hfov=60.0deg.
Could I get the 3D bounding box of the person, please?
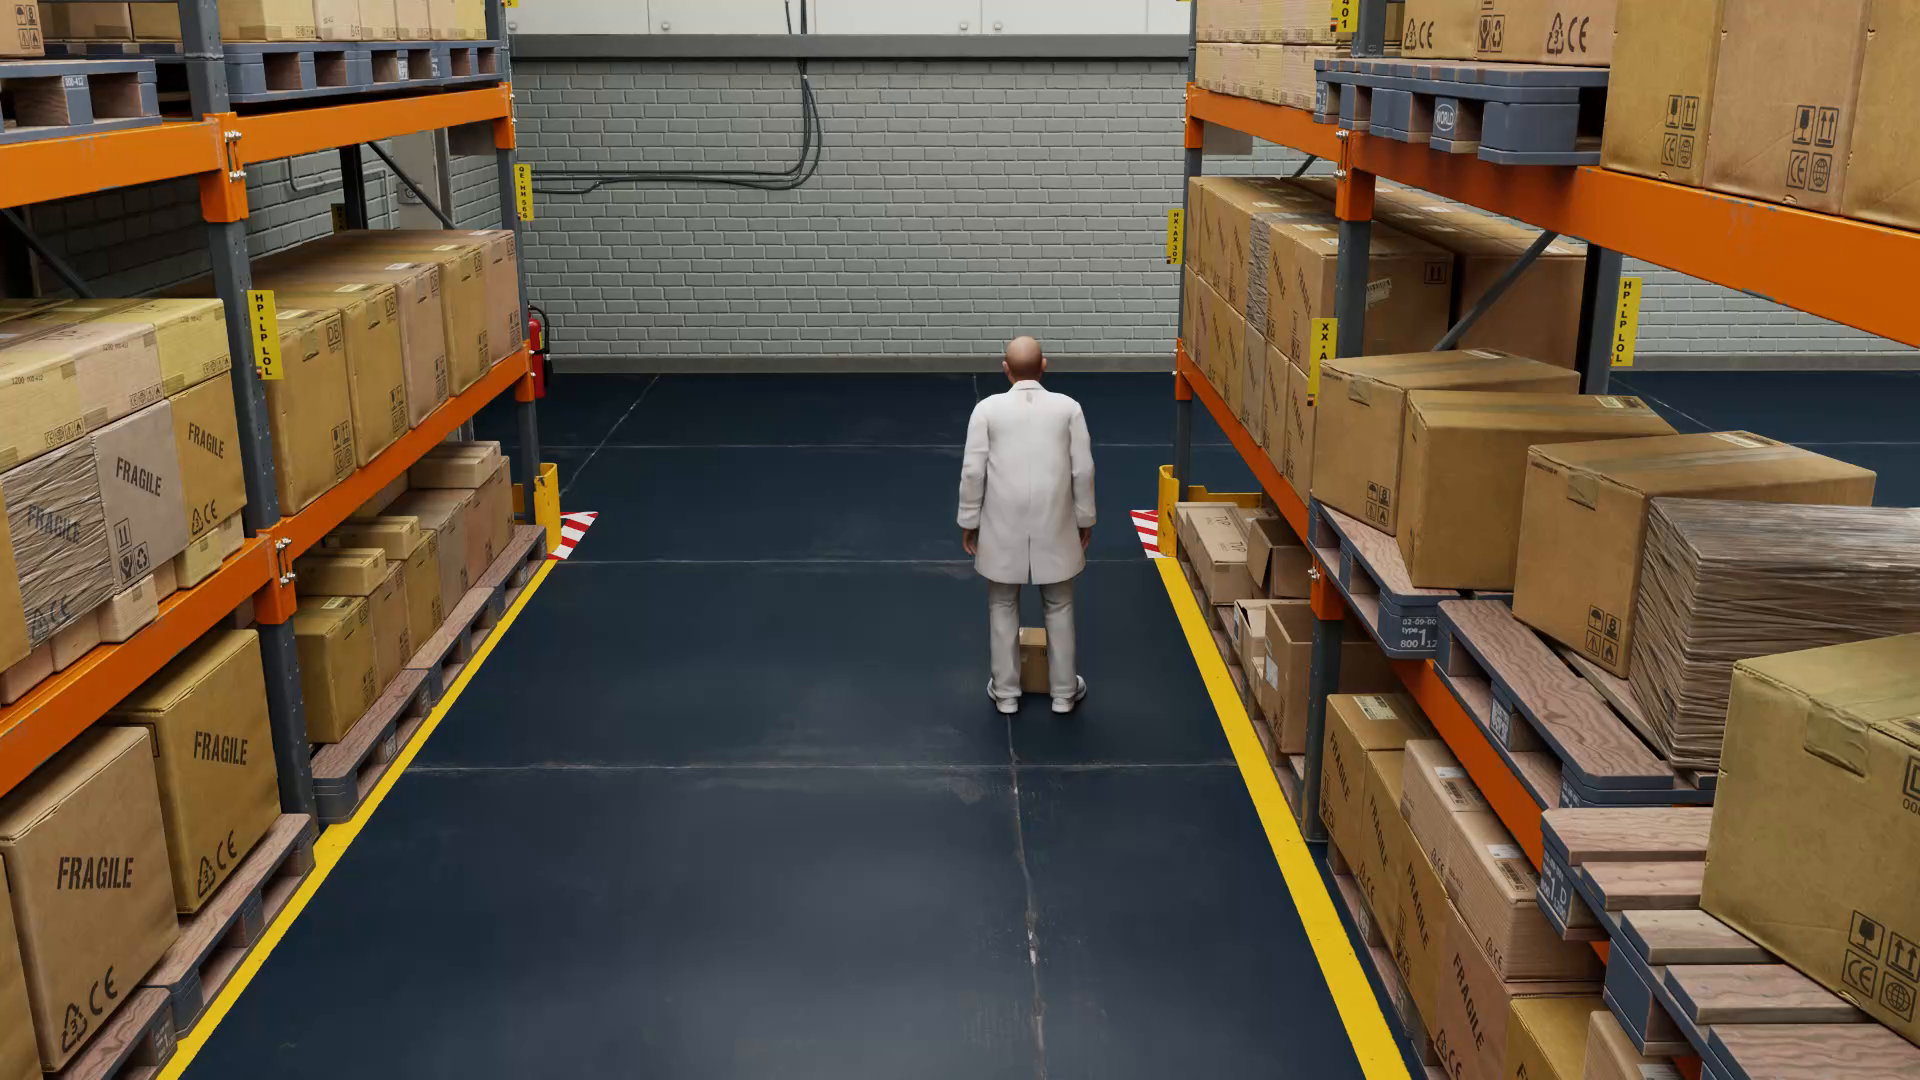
[{"bbox_3d":[0.313,-0.065,7.781,0.654,1.775,0.420,0,17,-1],"label":"person"}]
